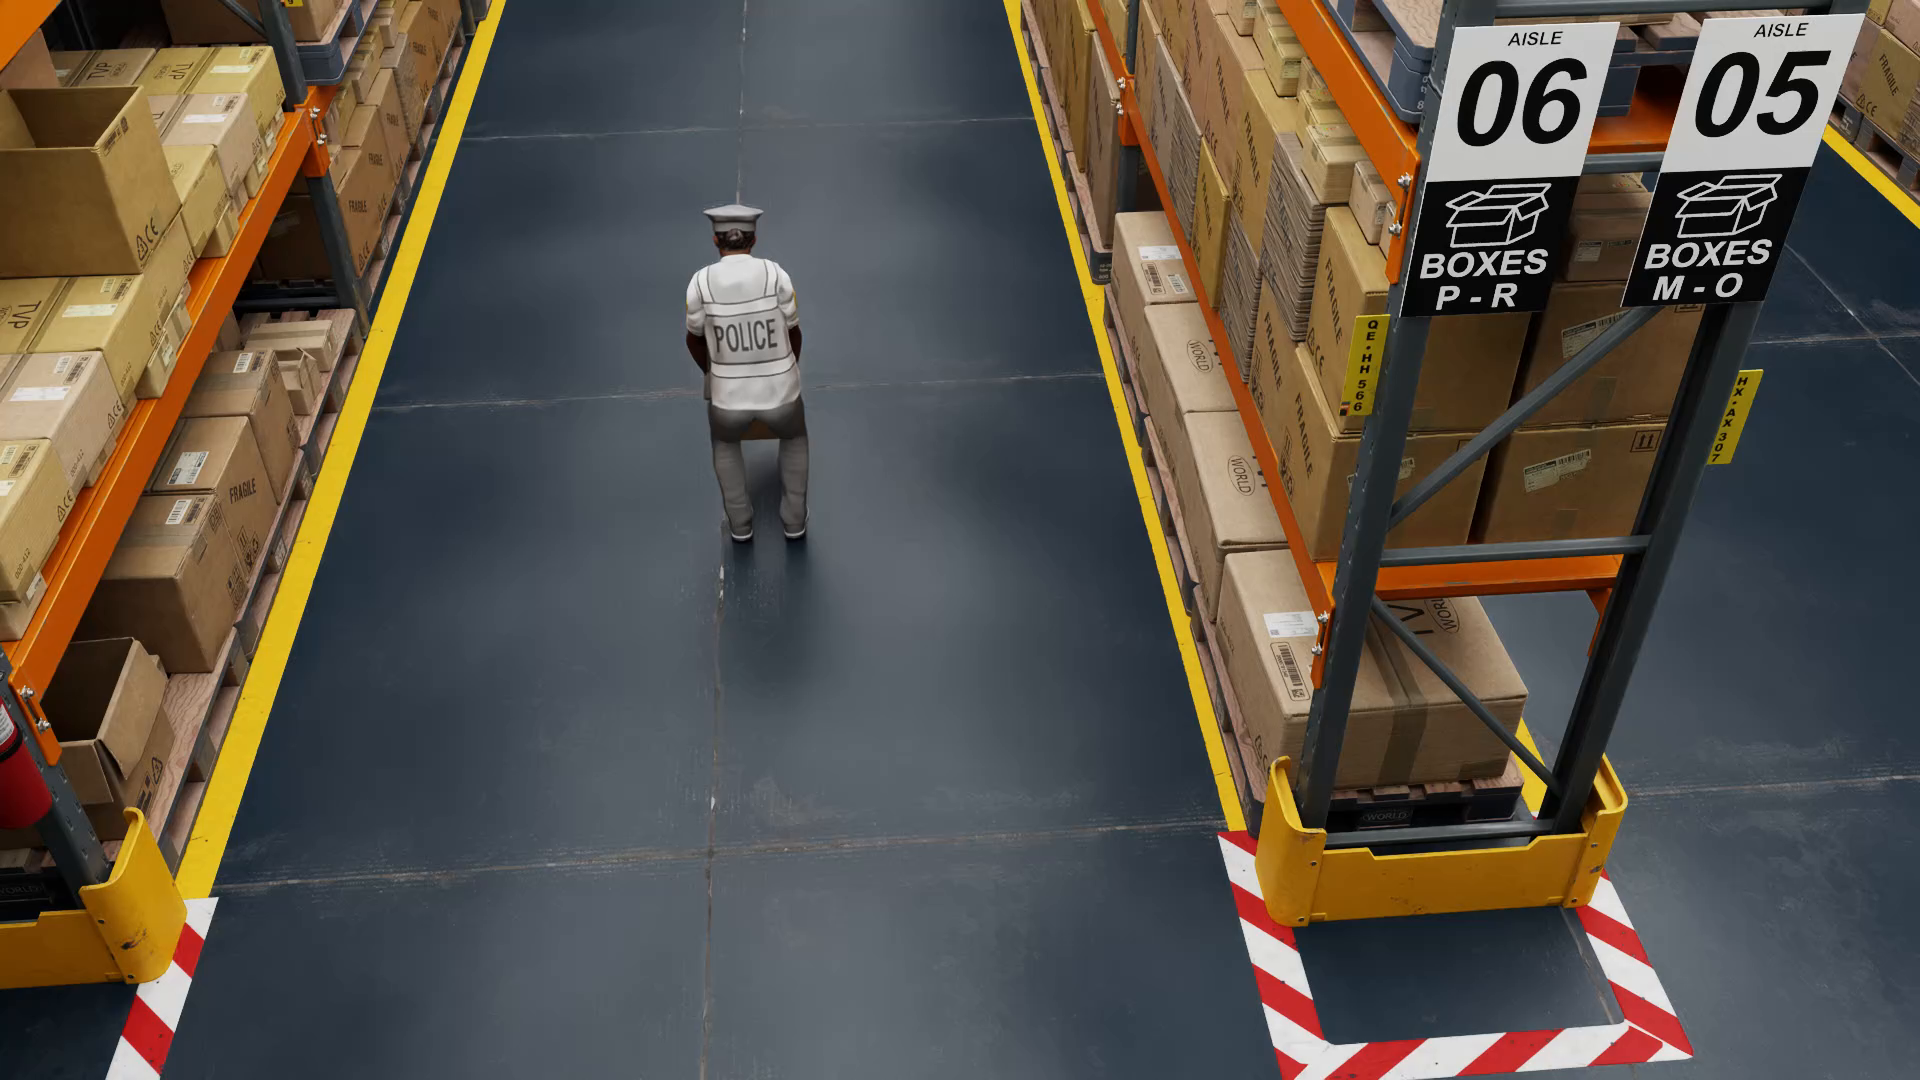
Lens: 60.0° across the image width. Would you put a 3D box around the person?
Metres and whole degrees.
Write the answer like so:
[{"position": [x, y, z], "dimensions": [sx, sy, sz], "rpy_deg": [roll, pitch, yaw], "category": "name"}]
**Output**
[{"position": [-0.909, -0.696, 7.137], "dimensions": [0.470, 1.508, 0.556], "rpy_deg": [-3, 39, -3], "category": "person"}]
